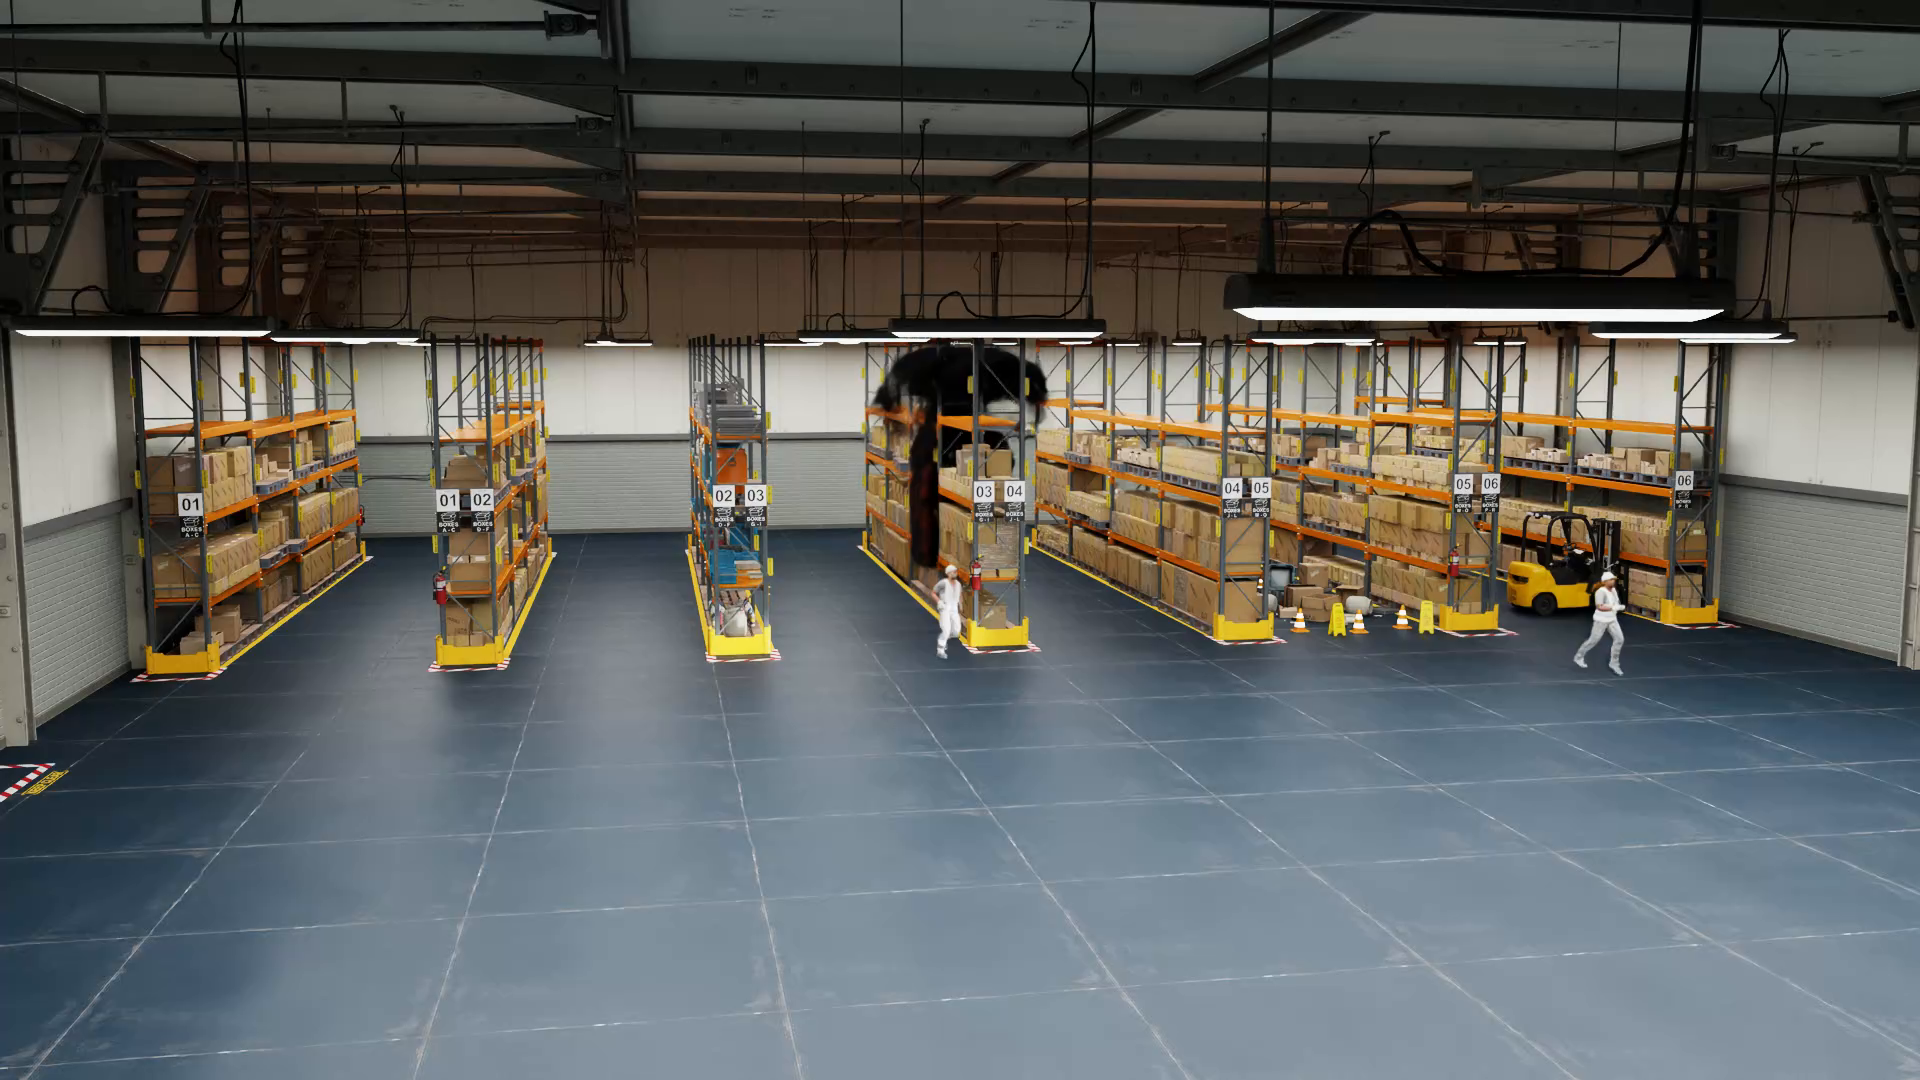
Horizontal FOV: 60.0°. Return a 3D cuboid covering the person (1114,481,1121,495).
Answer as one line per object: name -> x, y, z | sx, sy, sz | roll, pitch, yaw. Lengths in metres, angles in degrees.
person -> 4.650, -0.916, 50.144 | 0.973, 1.783, 0.662 | -3, 7, -21

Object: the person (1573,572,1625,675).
person -> 11.422, 1.463, 29.529 | 0.698, 1.834, 0.922 | -5, 8, -37

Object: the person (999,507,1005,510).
person -> 1.043, -0.599, 47.543 | 0.762, 1.734, 0.970 | 1, 7, 9

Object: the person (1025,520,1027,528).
person -> 1.458, -0.095, 43.520 | 0.582, 1.731, 0.702 | -2, 7, -17

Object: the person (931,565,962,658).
person -> -0.227, 1.315, 31.215 | 0.670, 1.708, 0.595 | -4, 8, -33
